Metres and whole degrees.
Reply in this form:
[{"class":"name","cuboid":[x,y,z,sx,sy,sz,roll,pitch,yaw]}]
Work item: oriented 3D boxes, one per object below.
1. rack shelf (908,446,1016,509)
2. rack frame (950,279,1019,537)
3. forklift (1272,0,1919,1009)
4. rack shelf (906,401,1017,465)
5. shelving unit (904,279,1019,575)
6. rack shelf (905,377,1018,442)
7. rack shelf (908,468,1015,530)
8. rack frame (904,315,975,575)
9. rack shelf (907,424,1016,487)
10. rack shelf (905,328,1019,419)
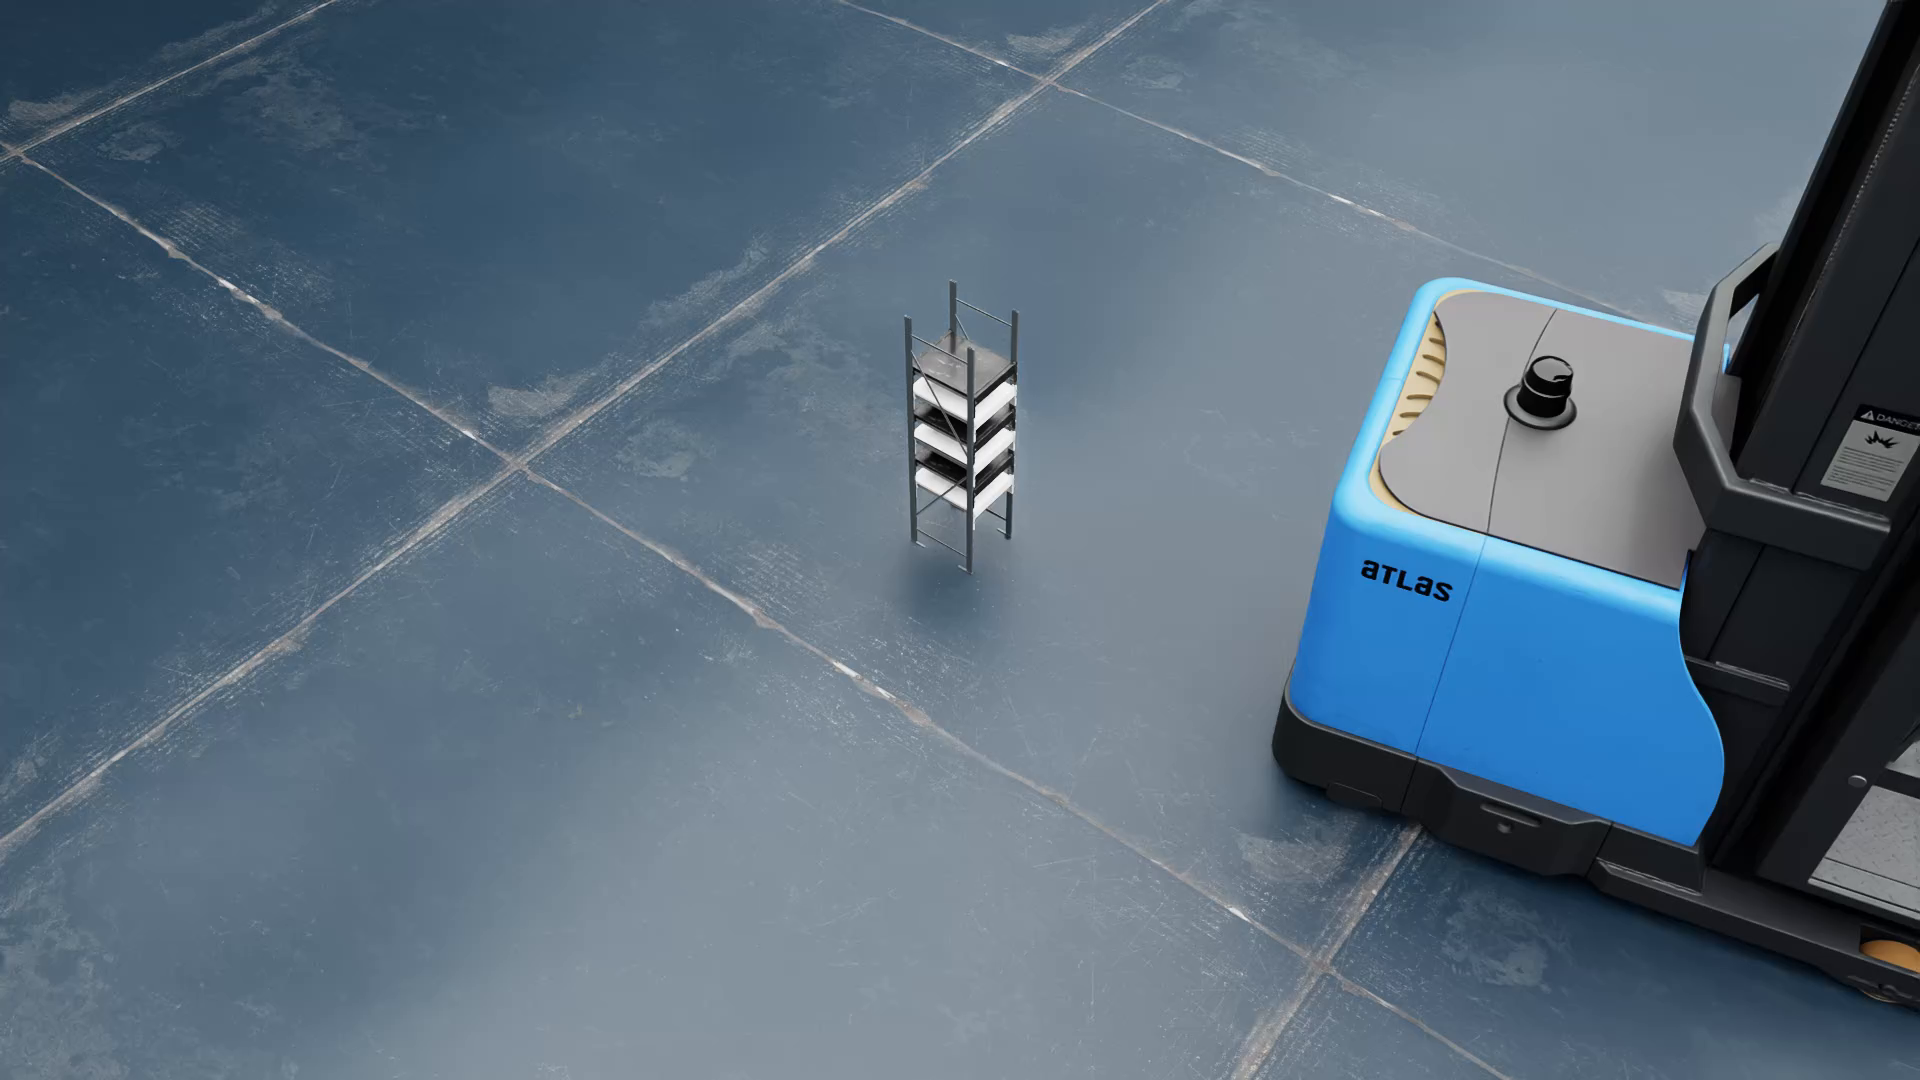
[{"class":"rack shelf","cuboid":[0.005,-0.230,5.018,0.258,0.077,0.200,29,53,25]},{"class":"rack frame","cuboid":[0.067,-0.374,4.985,0.240,0.900,0.006,29,53,25]},{"class":"forklift","cuboid":[2.426,-0.246,3.458,3.031,2.935,1.130,18,49,16]},{"class":"rack shelf","cuboid":[0.005,-0.355,4.888,0.258,0.077,0.200,29,53,25]},{"class":"shelving unit","cuboid":[0.005,-0.315,4.929,0.258,0.900,0.210,29,53,25]},{"class":"rack shelf","cuboid":[0.005,-0.417,4.823,0.258,0.077,0.200,29,53,25]},{"class":"rack shelf","cuboid":[0.005,-0.168,5.083,0.258,0.077,0.200,29,53,25]},{"class":"rack frame","cuboid":[-0.057,-0.257,4.873,0.240,0.900,0.006,29,53,25]},{"class":"rack shelf","cuboid":[0.005,-0.292,4.953,0.258,0.077,0.200,29,53,25]},{"class":"rack shelf","cuboid":[0.005,-0.479,4.758,0.258,0.077,0.200,29,53,25]}]
